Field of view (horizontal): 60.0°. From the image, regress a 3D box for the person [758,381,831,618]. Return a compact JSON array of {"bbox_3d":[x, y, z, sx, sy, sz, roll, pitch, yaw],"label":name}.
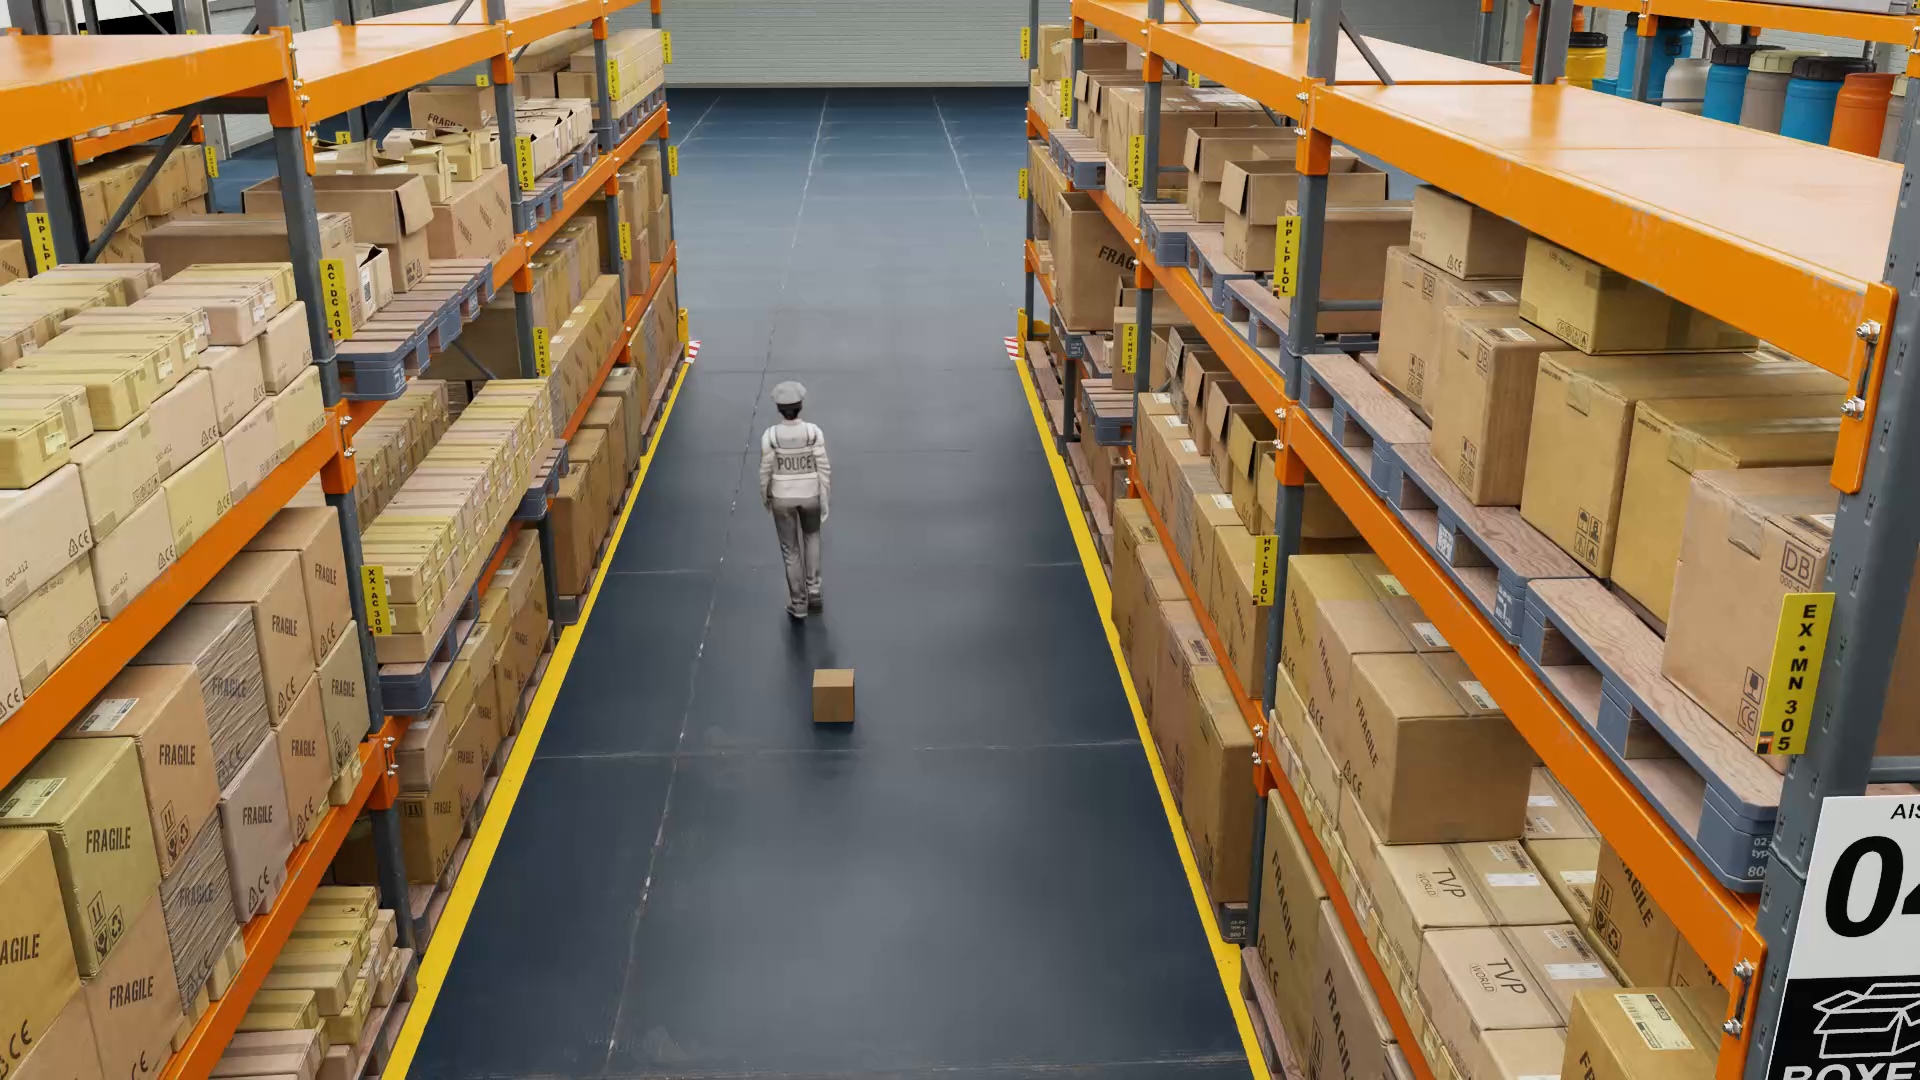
[{"bbox_3d":[-1.169,-0.266,11.768,0.494,1.737,0.490,-6,21,-15],"label":"person"}]
